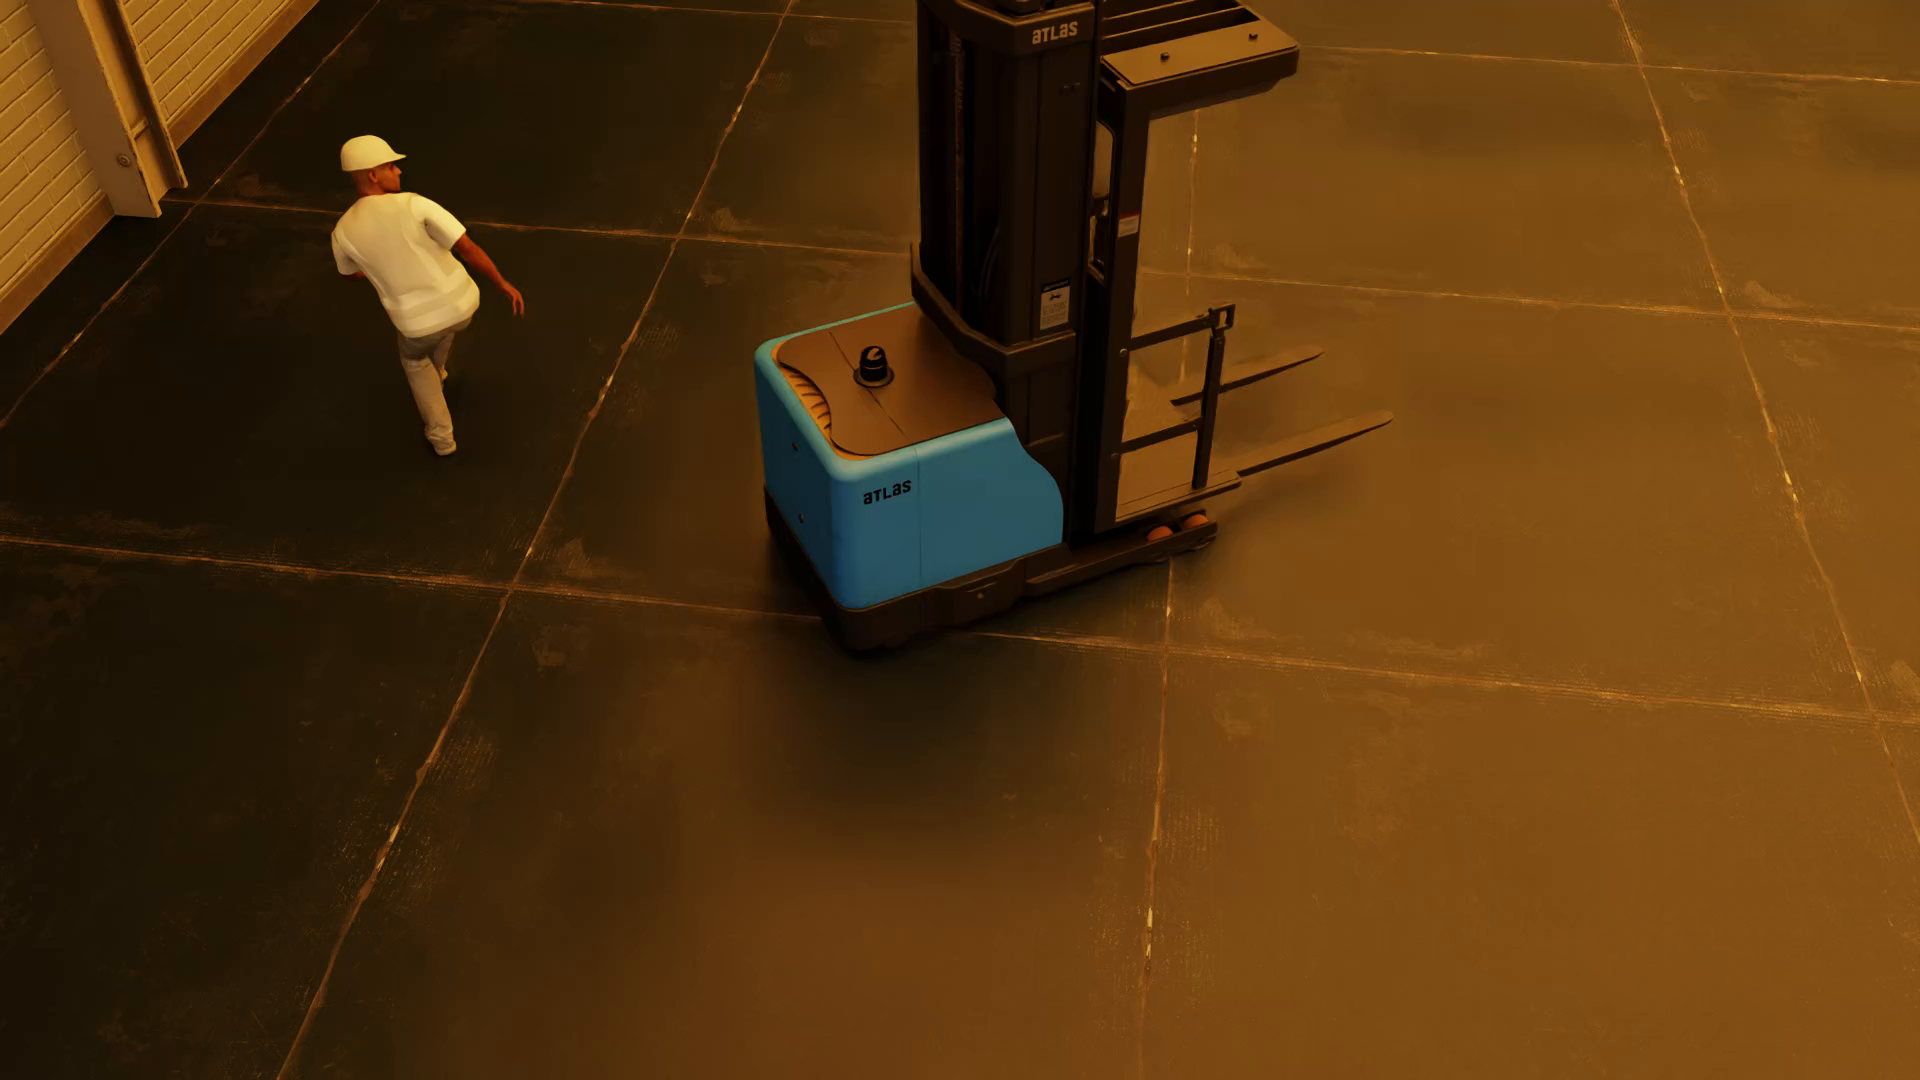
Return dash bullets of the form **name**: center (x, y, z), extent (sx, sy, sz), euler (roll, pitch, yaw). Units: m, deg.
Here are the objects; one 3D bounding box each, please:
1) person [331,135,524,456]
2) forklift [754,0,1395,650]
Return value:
- **person**: center (-2.574, -1.249, 8.097), extent (0.806, 1.584, 0.822), euler (-13, 44, -14)
- **forklift**: center (0.644, -1.283, 7.120), extent (3.031, 2.935, 1.130), euler (-18, 46, -19)
